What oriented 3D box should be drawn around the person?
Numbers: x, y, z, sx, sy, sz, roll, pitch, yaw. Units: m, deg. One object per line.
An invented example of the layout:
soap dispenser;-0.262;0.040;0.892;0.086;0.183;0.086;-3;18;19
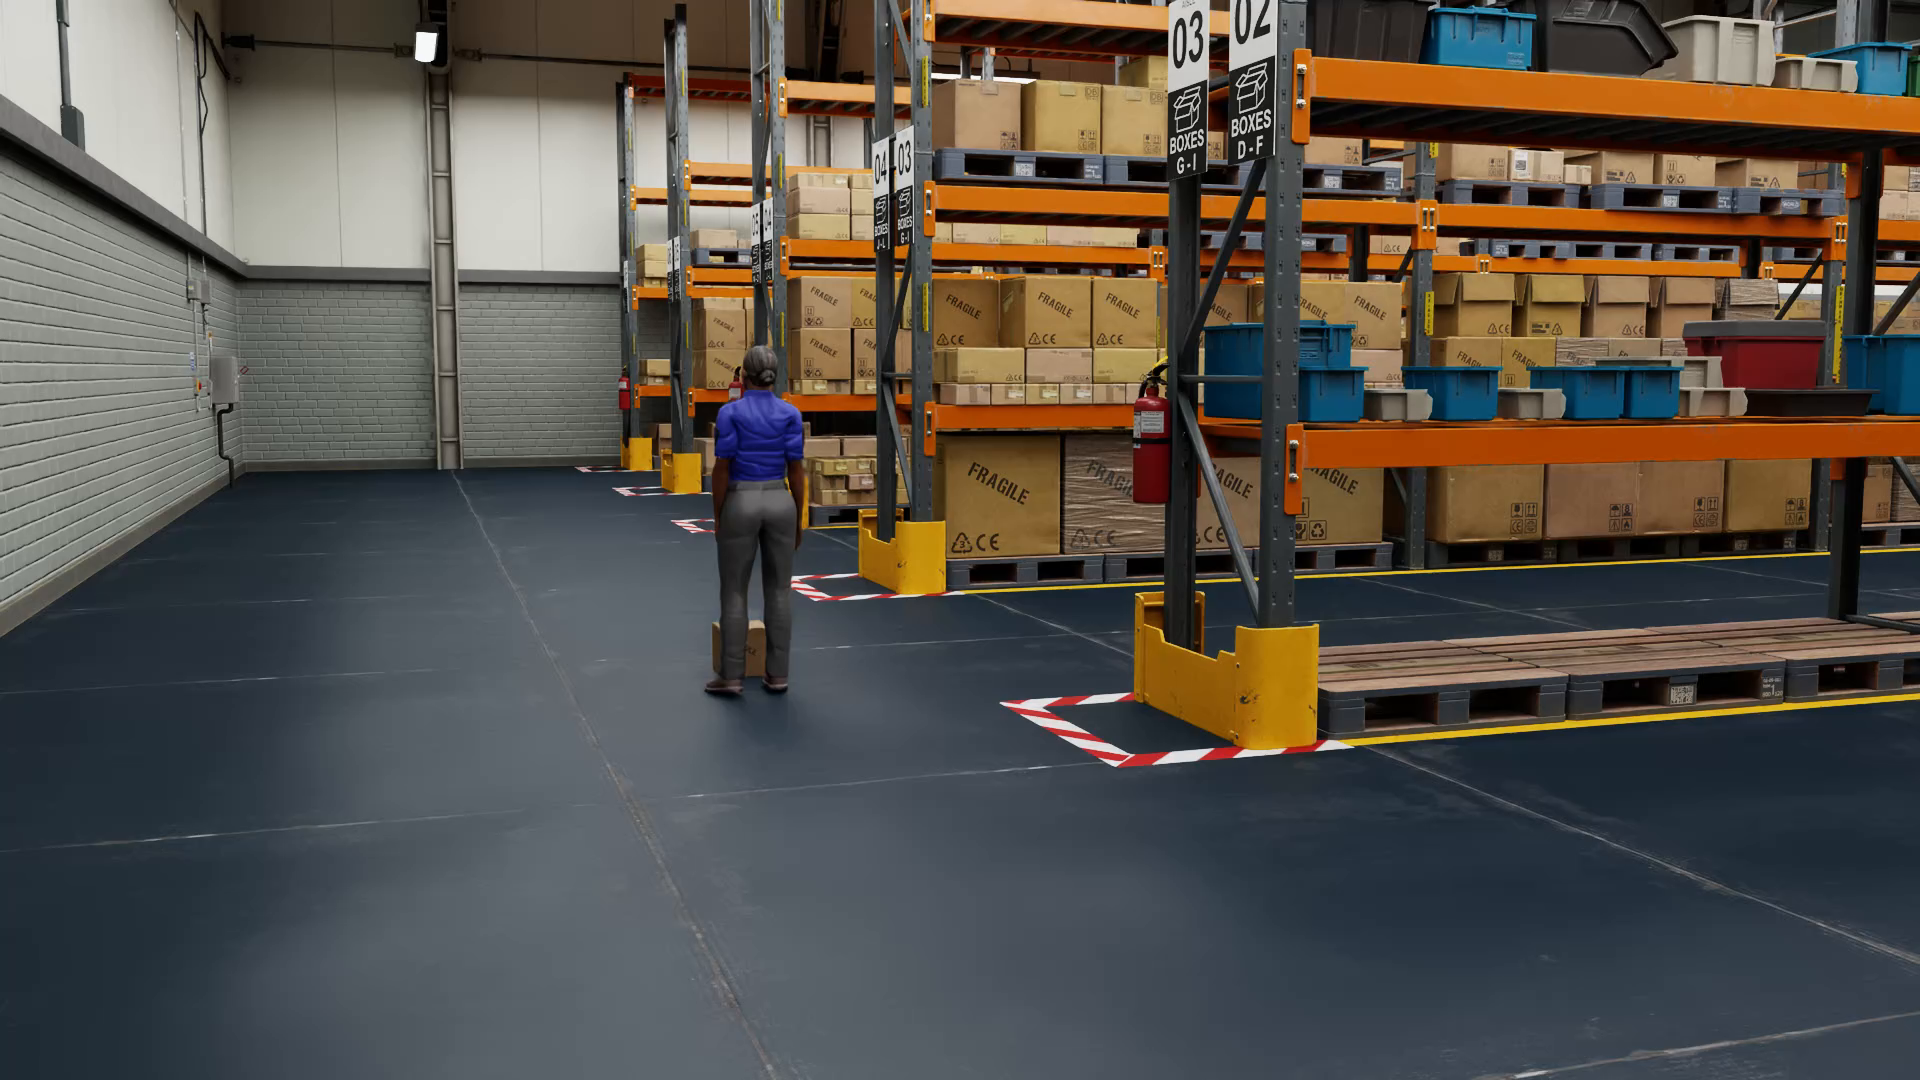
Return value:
person;-0.982;-0.094;7.983;0.480;1.671;0.330;-2;6;-18
